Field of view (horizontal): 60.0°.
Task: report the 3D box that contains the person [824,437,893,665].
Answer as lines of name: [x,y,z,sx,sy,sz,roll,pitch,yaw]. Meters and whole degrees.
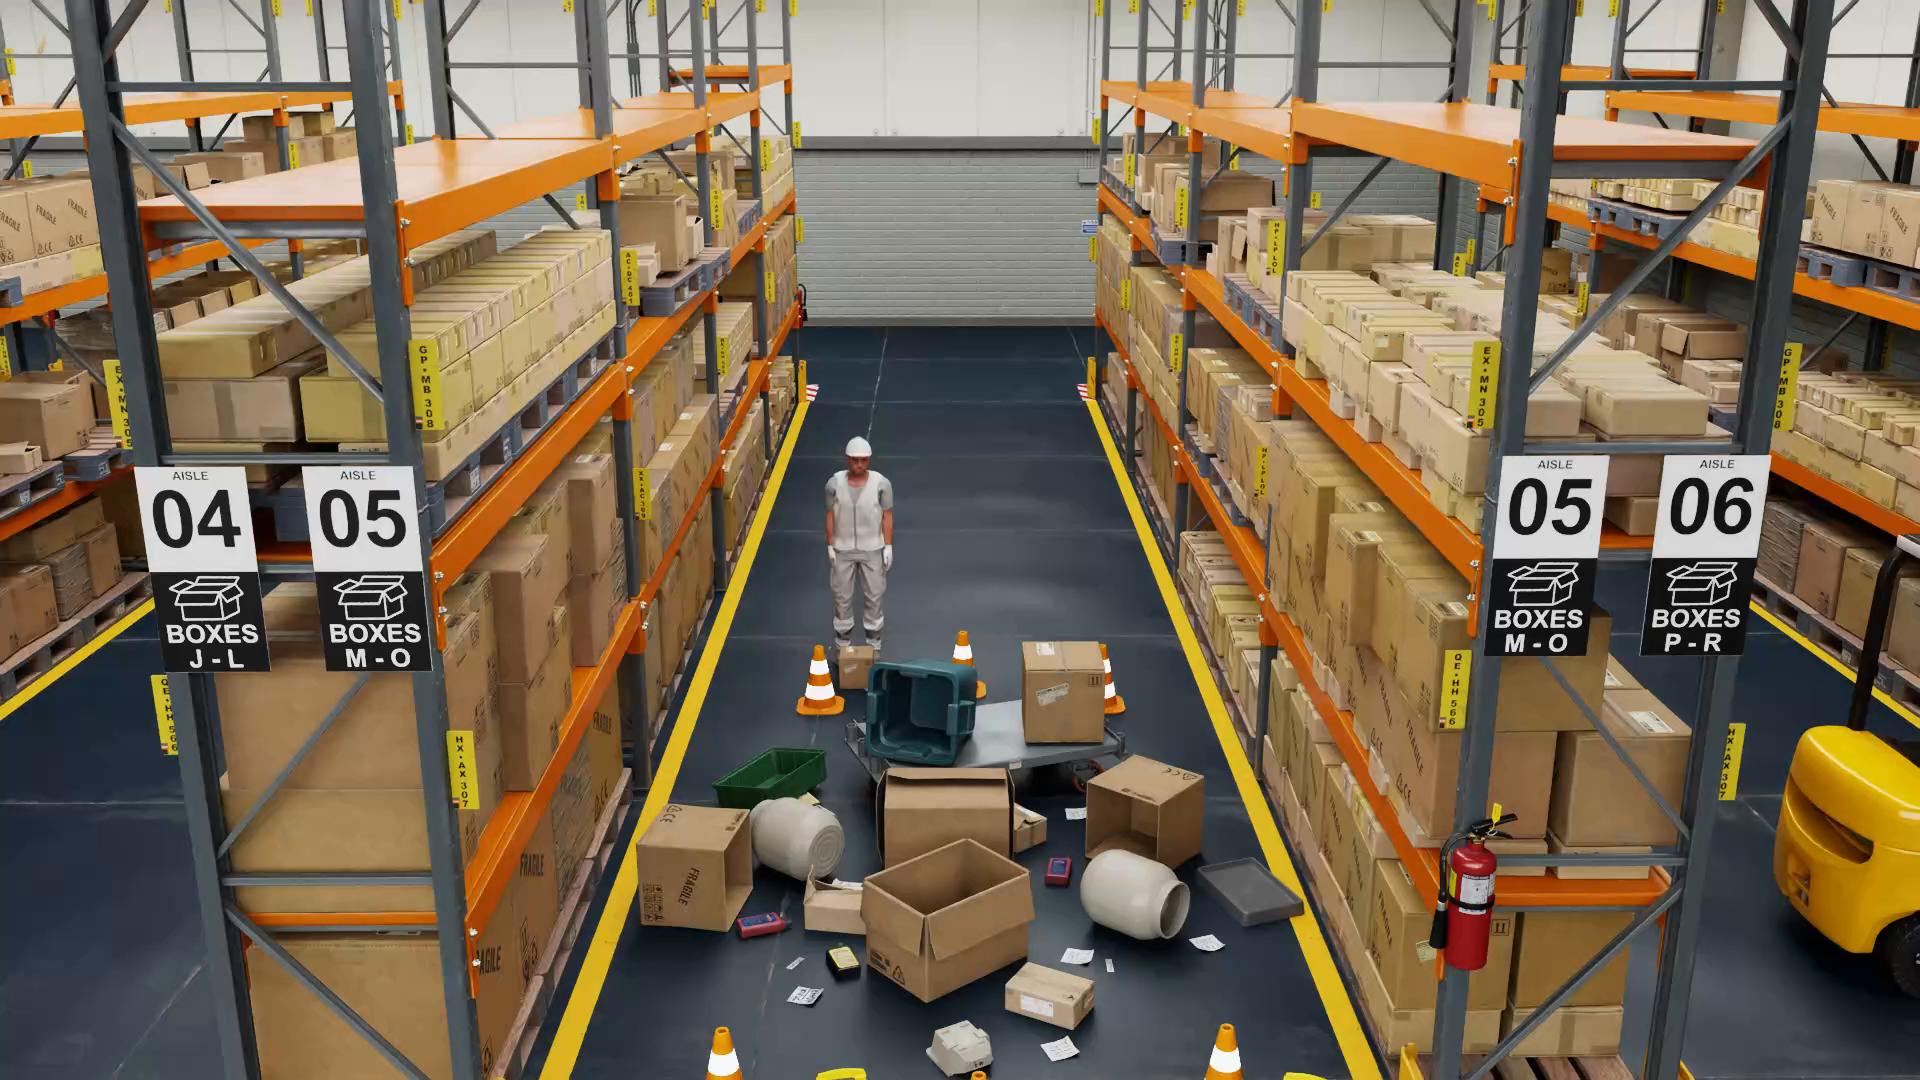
person: [-0.770,0.081,12.740,0.525,1.783,0.337,0,17,0]
